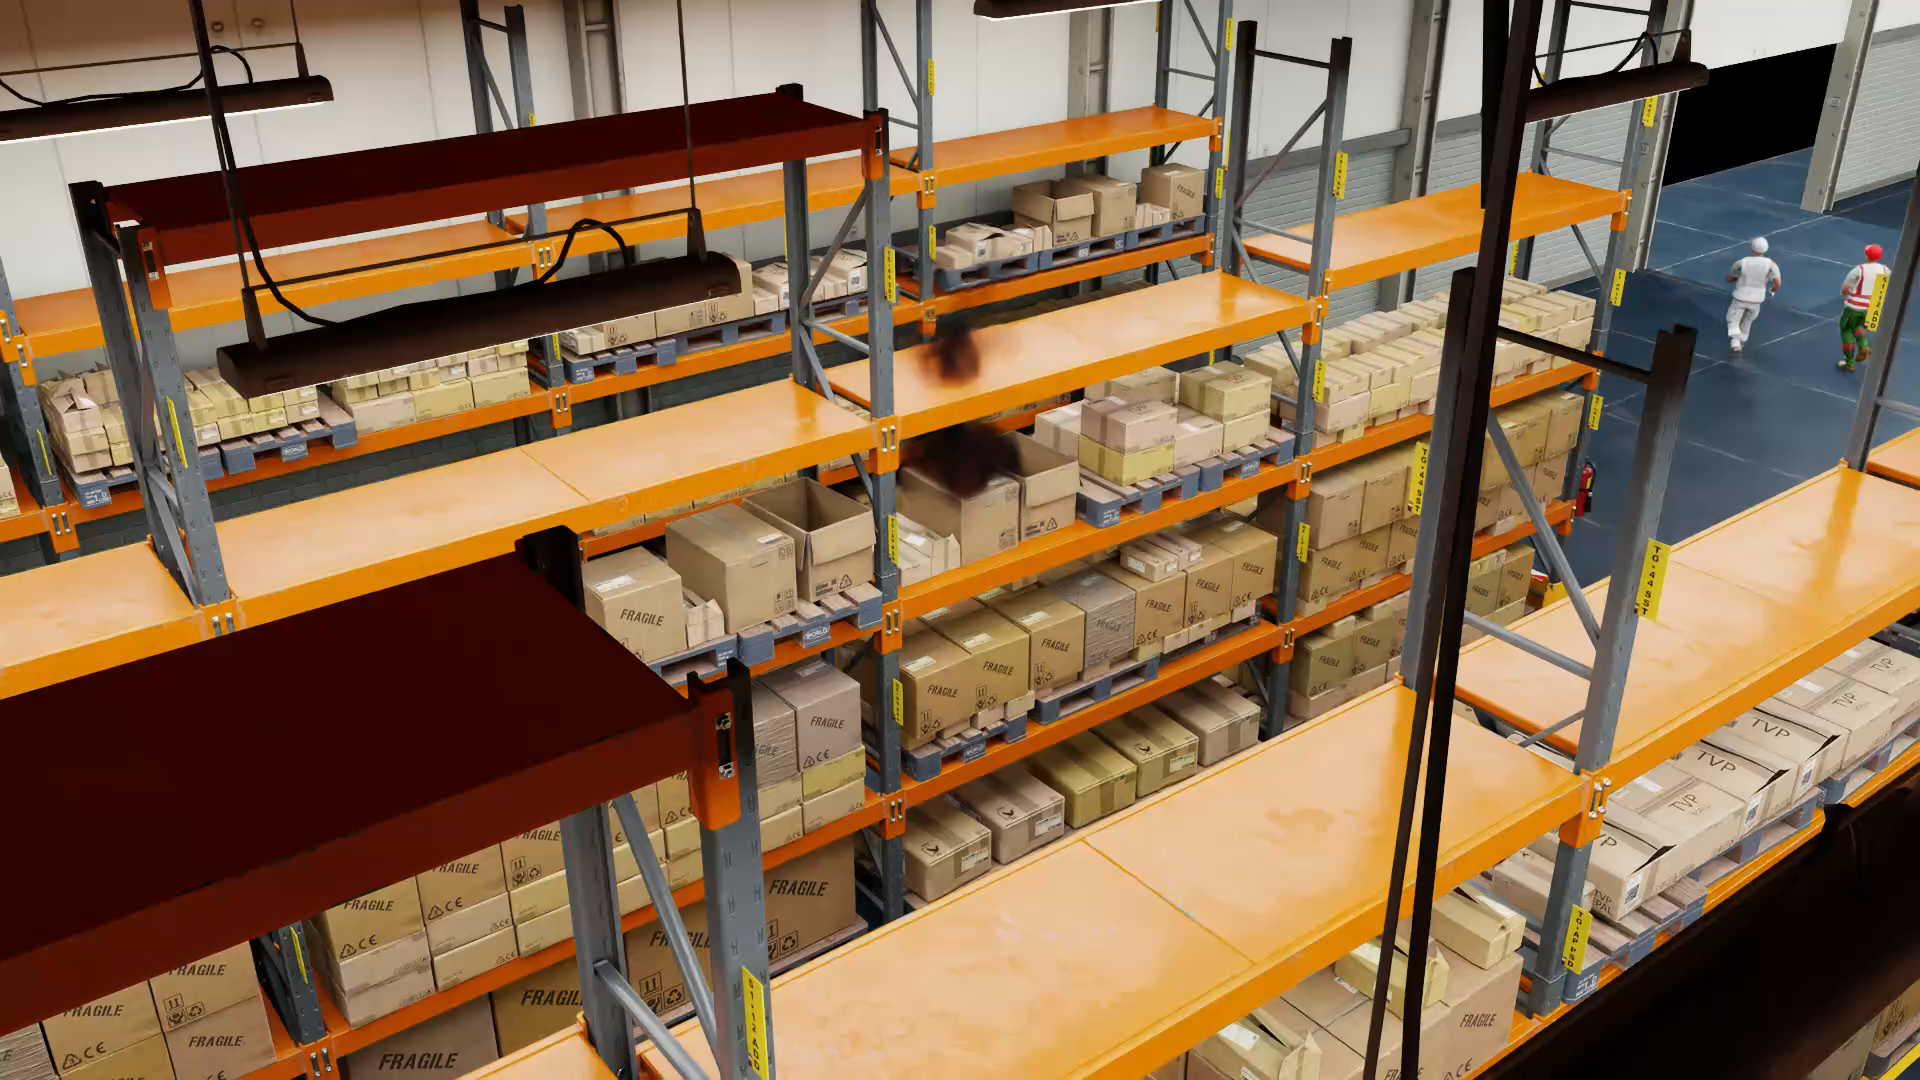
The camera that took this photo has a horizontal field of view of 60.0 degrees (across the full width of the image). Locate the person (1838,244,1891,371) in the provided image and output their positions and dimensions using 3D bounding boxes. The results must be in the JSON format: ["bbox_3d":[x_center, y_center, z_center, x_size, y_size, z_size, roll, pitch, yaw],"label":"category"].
[{"bbox_3d":[12.258,-3.200,22.665,0.658,1.738,0.585,0,26,-1],"label":"person"}]

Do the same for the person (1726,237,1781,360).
[{"bbox_3d":[10.816,-3.294,22.823,0.669,1.765,0.928,7,27,15],"label":"person"}]
